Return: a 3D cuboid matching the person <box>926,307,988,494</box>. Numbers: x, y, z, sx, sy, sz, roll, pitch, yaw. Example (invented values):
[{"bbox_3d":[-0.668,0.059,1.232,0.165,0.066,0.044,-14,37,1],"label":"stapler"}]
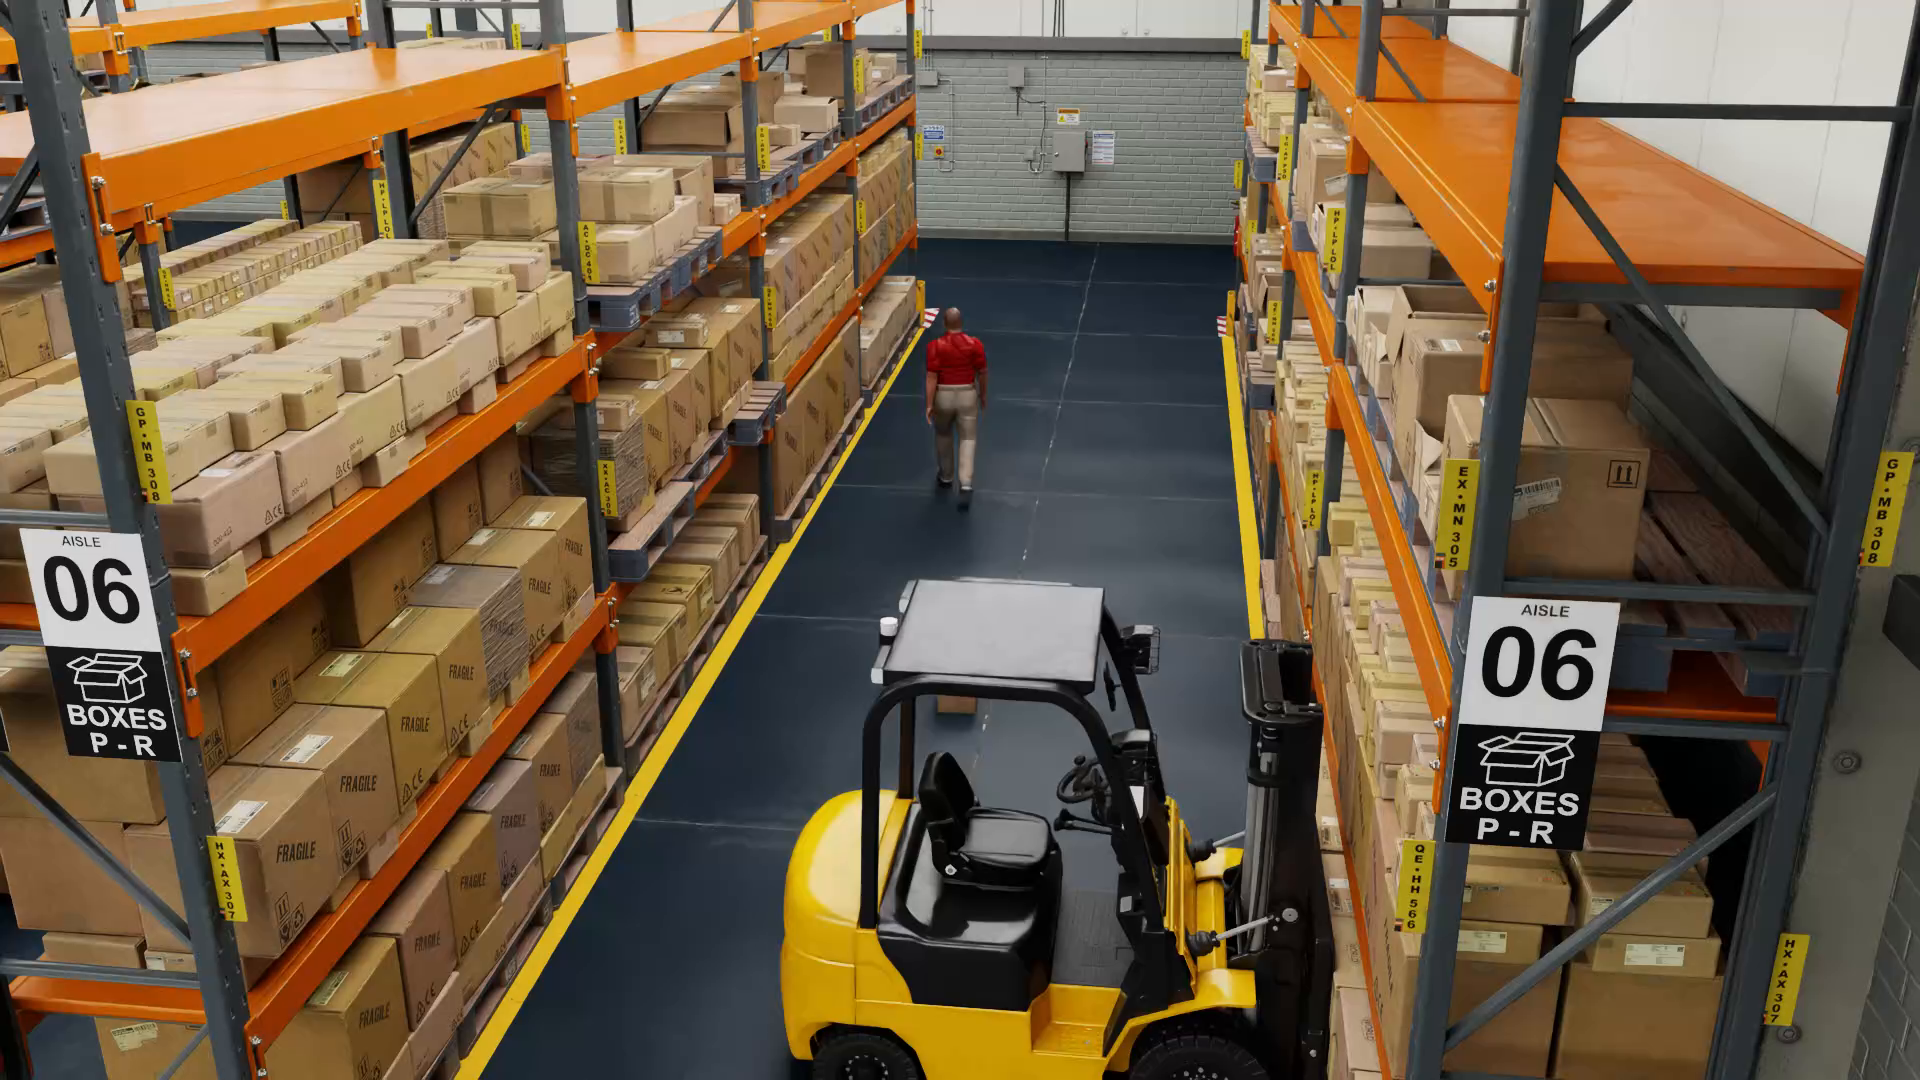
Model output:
[{"bbox_3d":[-0.029,-1.246,14.766,0.552,1.681,0.985,-1,21,-2],"label":"person"}]
